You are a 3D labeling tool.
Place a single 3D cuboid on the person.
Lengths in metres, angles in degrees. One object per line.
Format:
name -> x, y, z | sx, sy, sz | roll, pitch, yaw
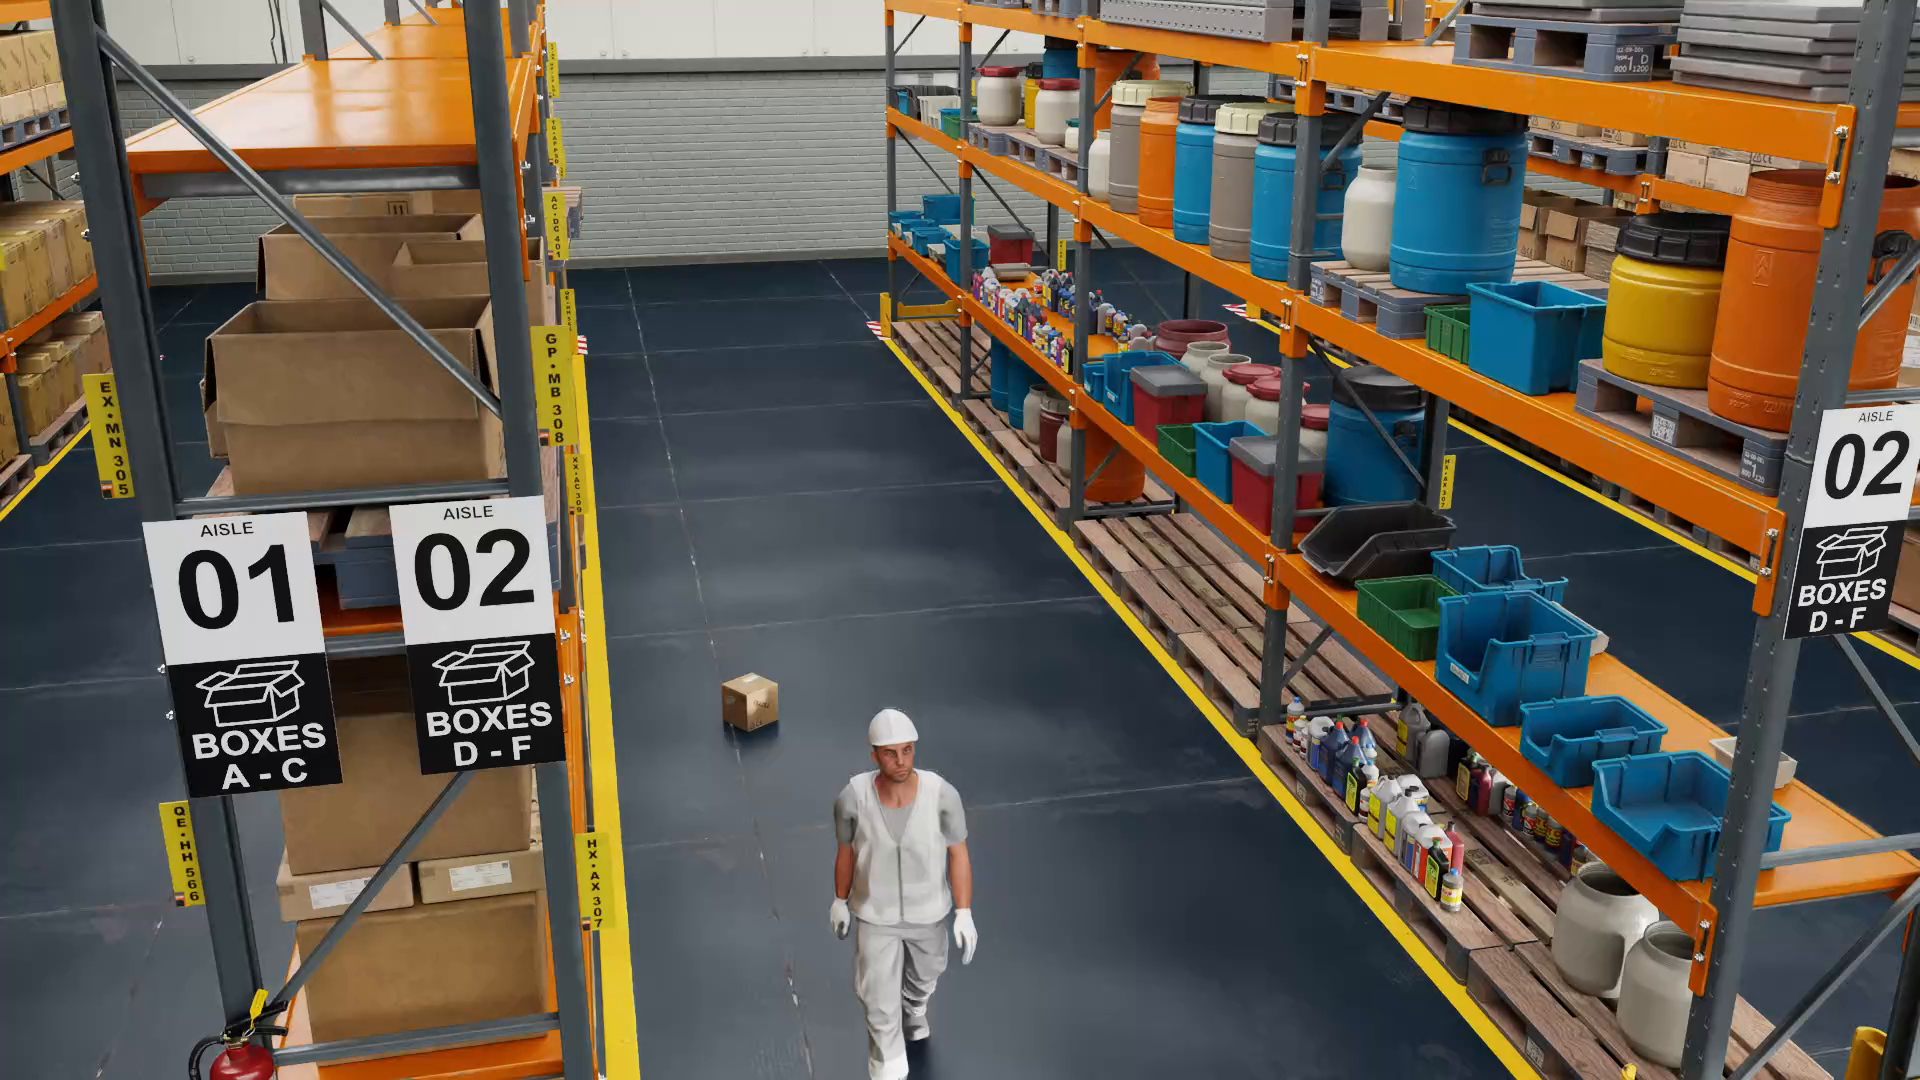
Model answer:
person -> -0.233, 1.520, 6.745 | 0.583, 1.747, 1.035 | -2, 20, -6
